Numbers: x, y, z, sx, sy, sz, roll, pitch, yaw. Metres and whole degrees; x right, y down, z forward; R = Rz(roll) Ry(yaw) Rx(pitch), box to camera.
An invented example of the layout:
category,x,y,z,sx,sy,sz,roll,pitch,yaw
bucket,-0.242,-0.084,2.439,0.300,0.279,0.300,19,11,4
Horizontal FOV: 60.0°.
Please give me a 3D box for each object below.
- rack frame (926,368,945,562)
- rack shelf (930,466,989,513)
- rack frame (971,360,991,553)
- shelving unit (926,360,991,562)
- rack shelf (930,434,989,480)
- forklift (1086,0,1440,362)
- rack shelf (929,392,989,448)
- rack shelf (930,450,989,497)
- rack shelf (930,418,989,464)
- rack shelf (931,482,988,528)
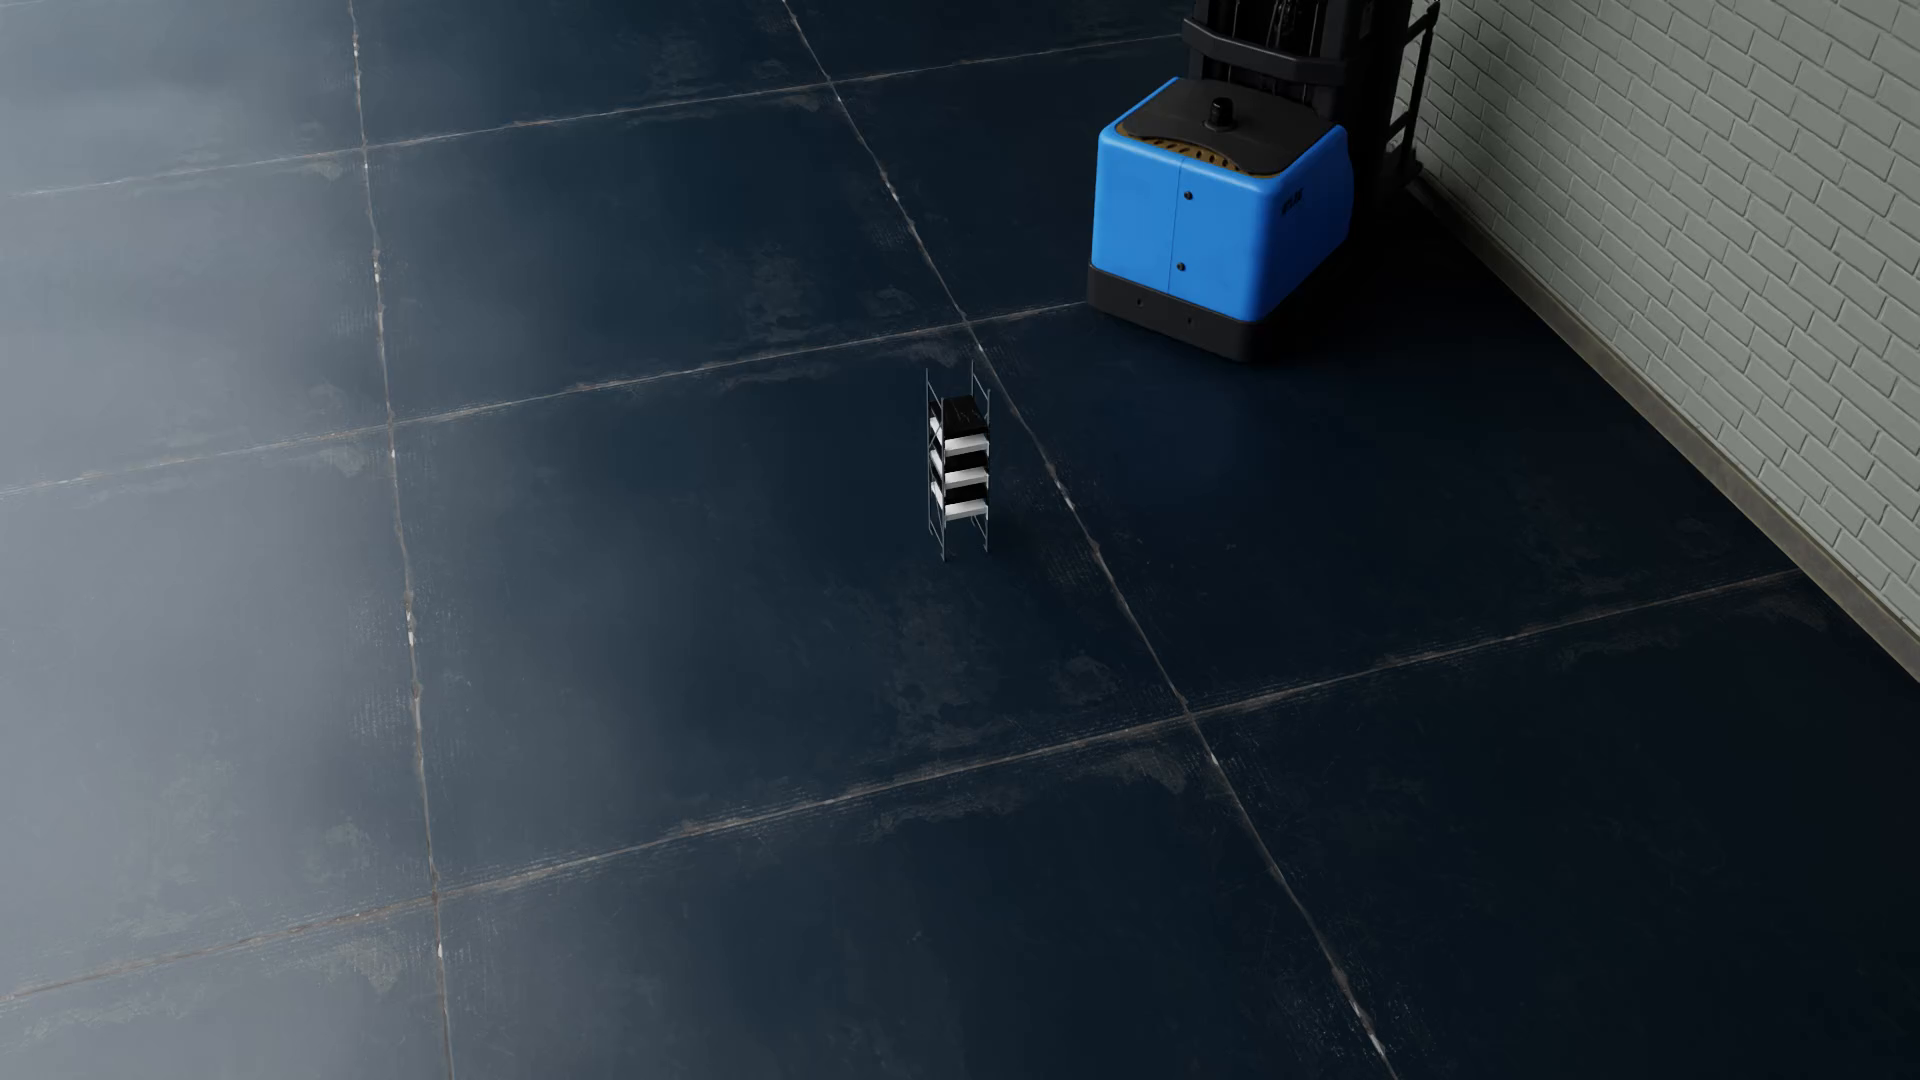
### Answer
category,x,y,z,sx,sy,sz,roll,pitch,yaw
rack frame,-0.105,-0.317,7.279,0.006,0.900,0.240,-12,42,-13
rack shelf,-0.008,-0.244,7.383,0.200,0.077,0.258,-12,42,-13
rack frame,0.089,-0.357,7.325,0.006,0.900,0.240,-12,42,-13
shelving unit,-0.008,-0.337,7.302,0.210,0.900,0.258,-12,42,-13
rack shelf,-0.008,-0.380,7.264,0.200,0.077,0.258,-12,42,-13
forklift,1.942,-2.944,8.742,1.130,2.935,3.031,25,47,26
rack shelf,-0.008,-0.516,7.146,0.200,0.077,0.258,-12,42,-13
rack shelf,-0.008,-0.312,7.324,0.200,0.077,0.258,-12,42,-13
rack shelf,-0.008,-0.448,7.205,0.200,0.077,0.258,-12,42,-13
rack shelf,-0.008,-0.177,7.442,0.200,0.077,0.258,-12,42,-13
